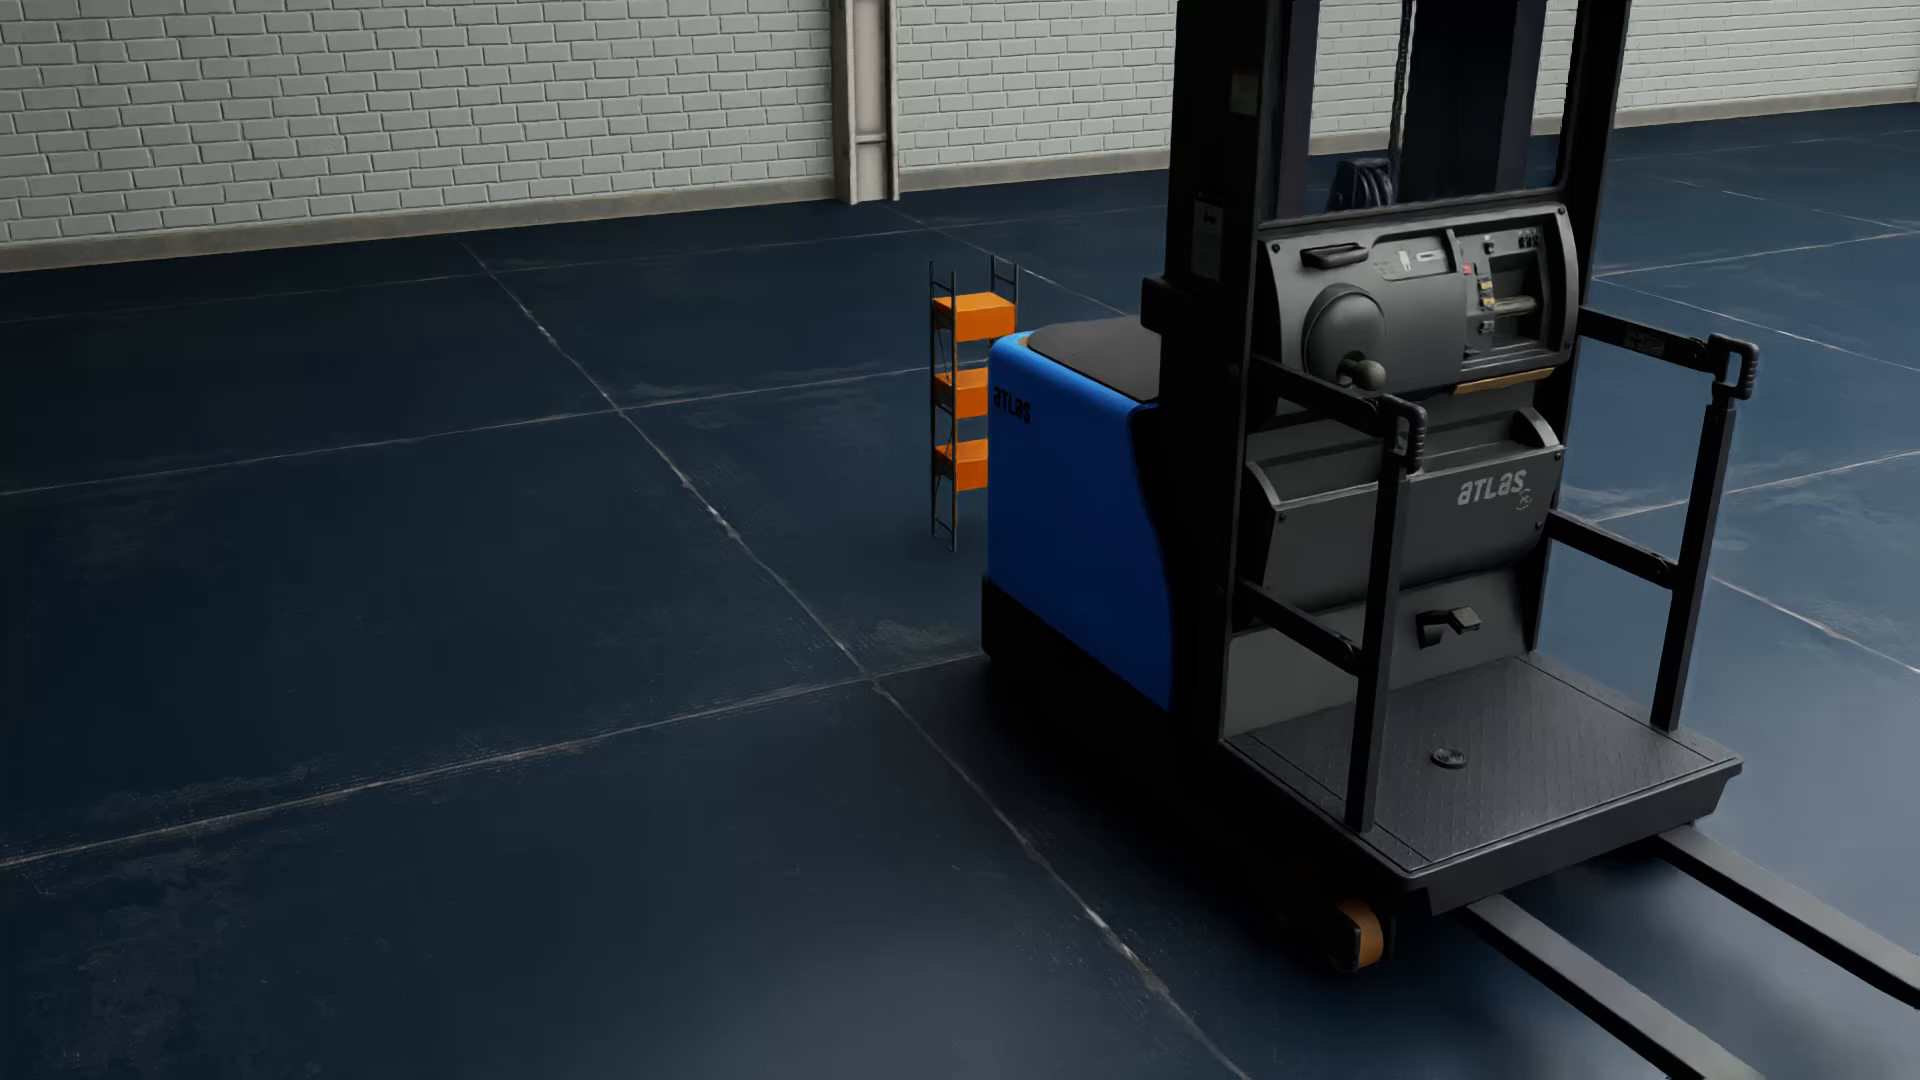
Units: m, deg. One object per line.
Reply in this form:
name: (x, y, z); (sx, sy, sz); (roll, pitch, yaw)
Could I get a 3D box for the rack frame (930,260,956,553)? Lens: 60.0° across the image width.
rack frame: (-0.062, -0.474, 6.022); (0.008, 1.050, 0.200); (-10, 25, -24)

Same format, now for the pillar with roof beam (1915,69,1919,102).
pillar with roof beam: (11.988, -7.207, 11.896); (0.400, 9.000, 9.100); (-10, 25, -24)

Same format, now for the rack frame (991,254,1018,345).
rack frame: (0.158, -0.514, 6.120); (0.008, 1.050, 0.200); (-10, 25, -24)

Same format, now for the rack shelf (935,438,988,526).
rack shelf: (0.048, -0.227, 6.181); (0.240, 0.259, 0.215); (-10, 25, -24)

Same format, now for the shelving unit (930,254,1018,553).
shelving unit: (0.048, -0.494, 6.071); (0.252, 1.050, 0.215); (-10, 25, -24)

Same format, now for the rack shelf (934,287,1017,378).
rack shelf: (0.048, -0.746, 5.966); (0.240, 0.259, 0.215); (-10, 25, -24)

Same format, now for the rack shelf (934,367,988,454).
rack shelf: (0.048, -0.484, 6.075); (0.240, 0.259, 0.215); (-10, 25, -24)

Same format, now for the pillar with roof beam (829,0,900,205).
pillar with roof beam: (1.176, -5.217, 7.087); (0.400, 9.000, 9.100); (-10, 25, -24)

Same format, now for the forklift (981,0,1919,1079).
forklift: (1.207, -0.555, 3.758); (1.130, 2.935, 3.031); (-12, 25, -26)
